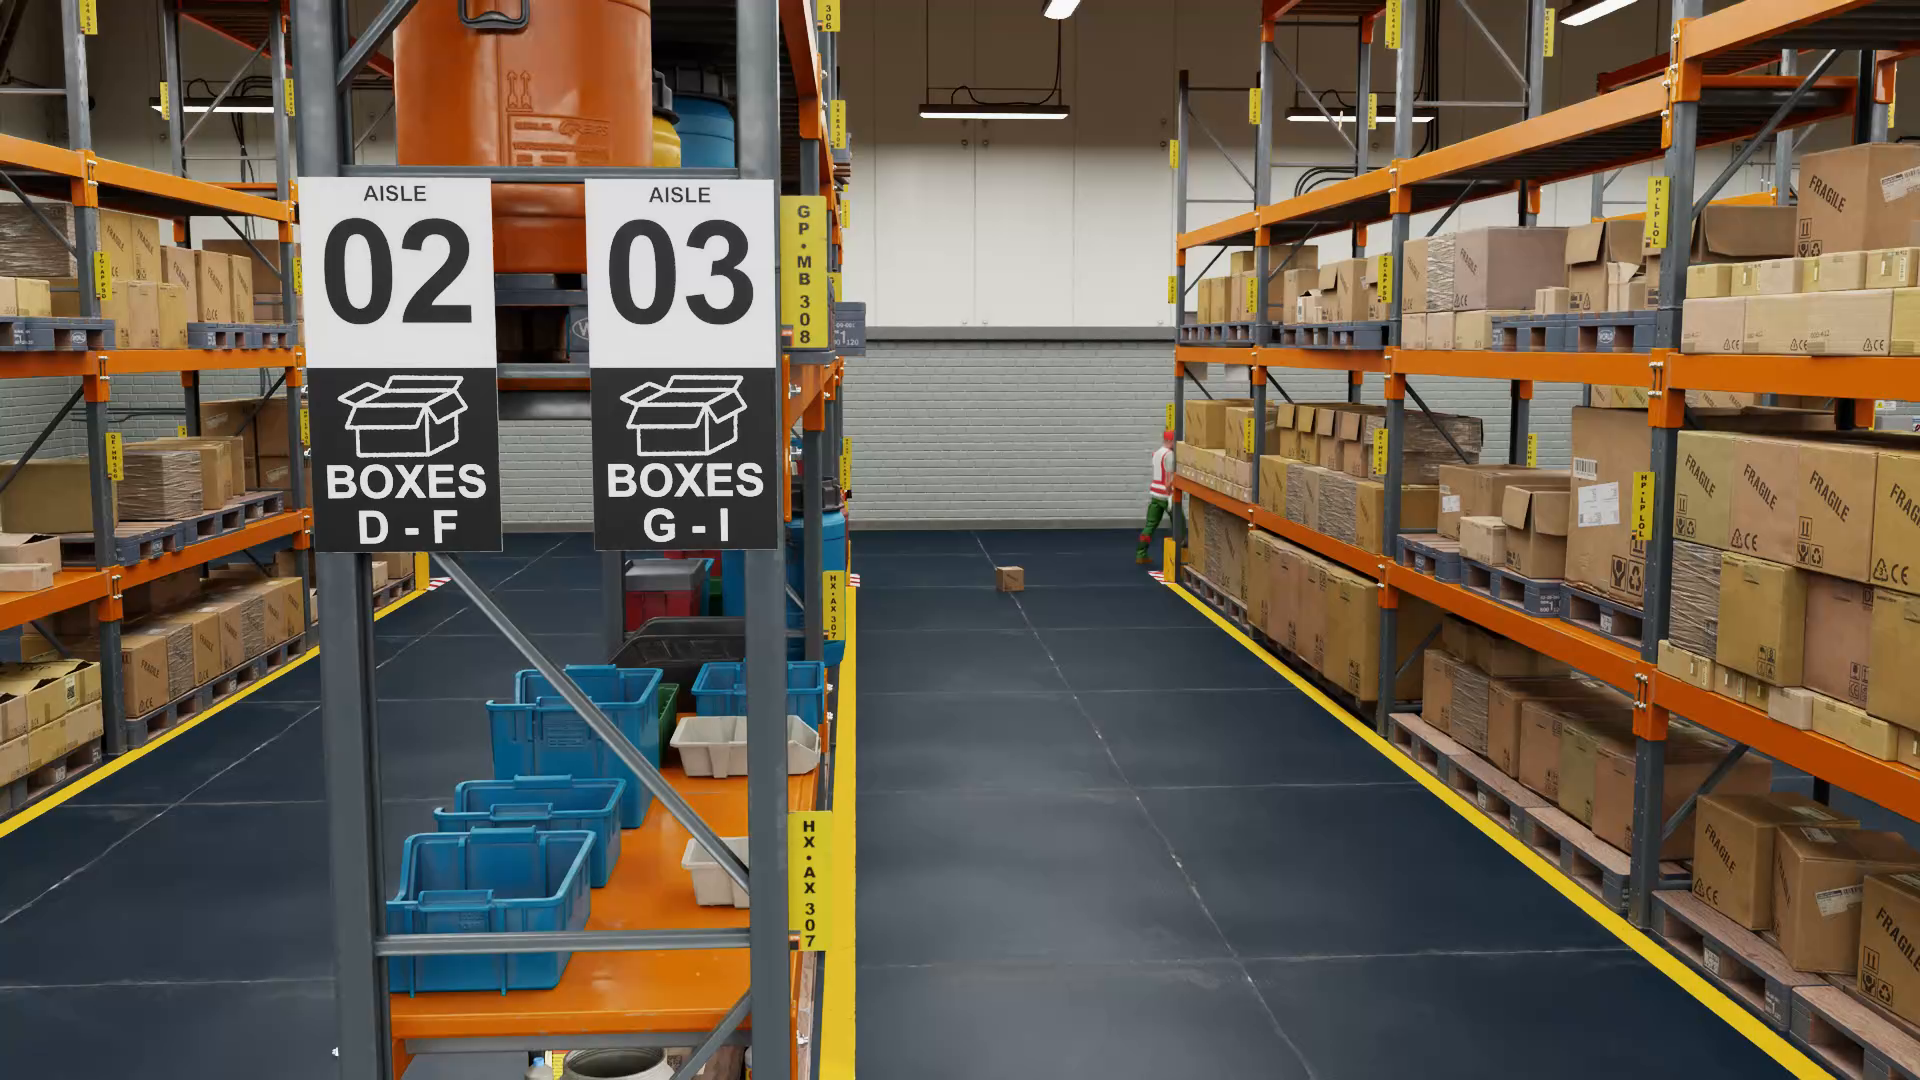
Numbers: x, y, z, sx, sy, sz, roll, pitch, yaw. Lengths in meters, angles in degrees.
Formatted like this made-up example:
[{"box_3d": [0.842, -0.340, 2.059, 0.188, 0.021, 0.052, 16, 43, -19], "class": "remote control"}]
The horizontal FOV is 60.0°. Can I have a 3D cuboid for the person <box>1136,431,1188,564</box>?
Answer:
[{"box_3d": [2.708, -0.552, 21.295, 0.956, 1.758, 0.549, -3, 8, -27], "class": "person"}]
